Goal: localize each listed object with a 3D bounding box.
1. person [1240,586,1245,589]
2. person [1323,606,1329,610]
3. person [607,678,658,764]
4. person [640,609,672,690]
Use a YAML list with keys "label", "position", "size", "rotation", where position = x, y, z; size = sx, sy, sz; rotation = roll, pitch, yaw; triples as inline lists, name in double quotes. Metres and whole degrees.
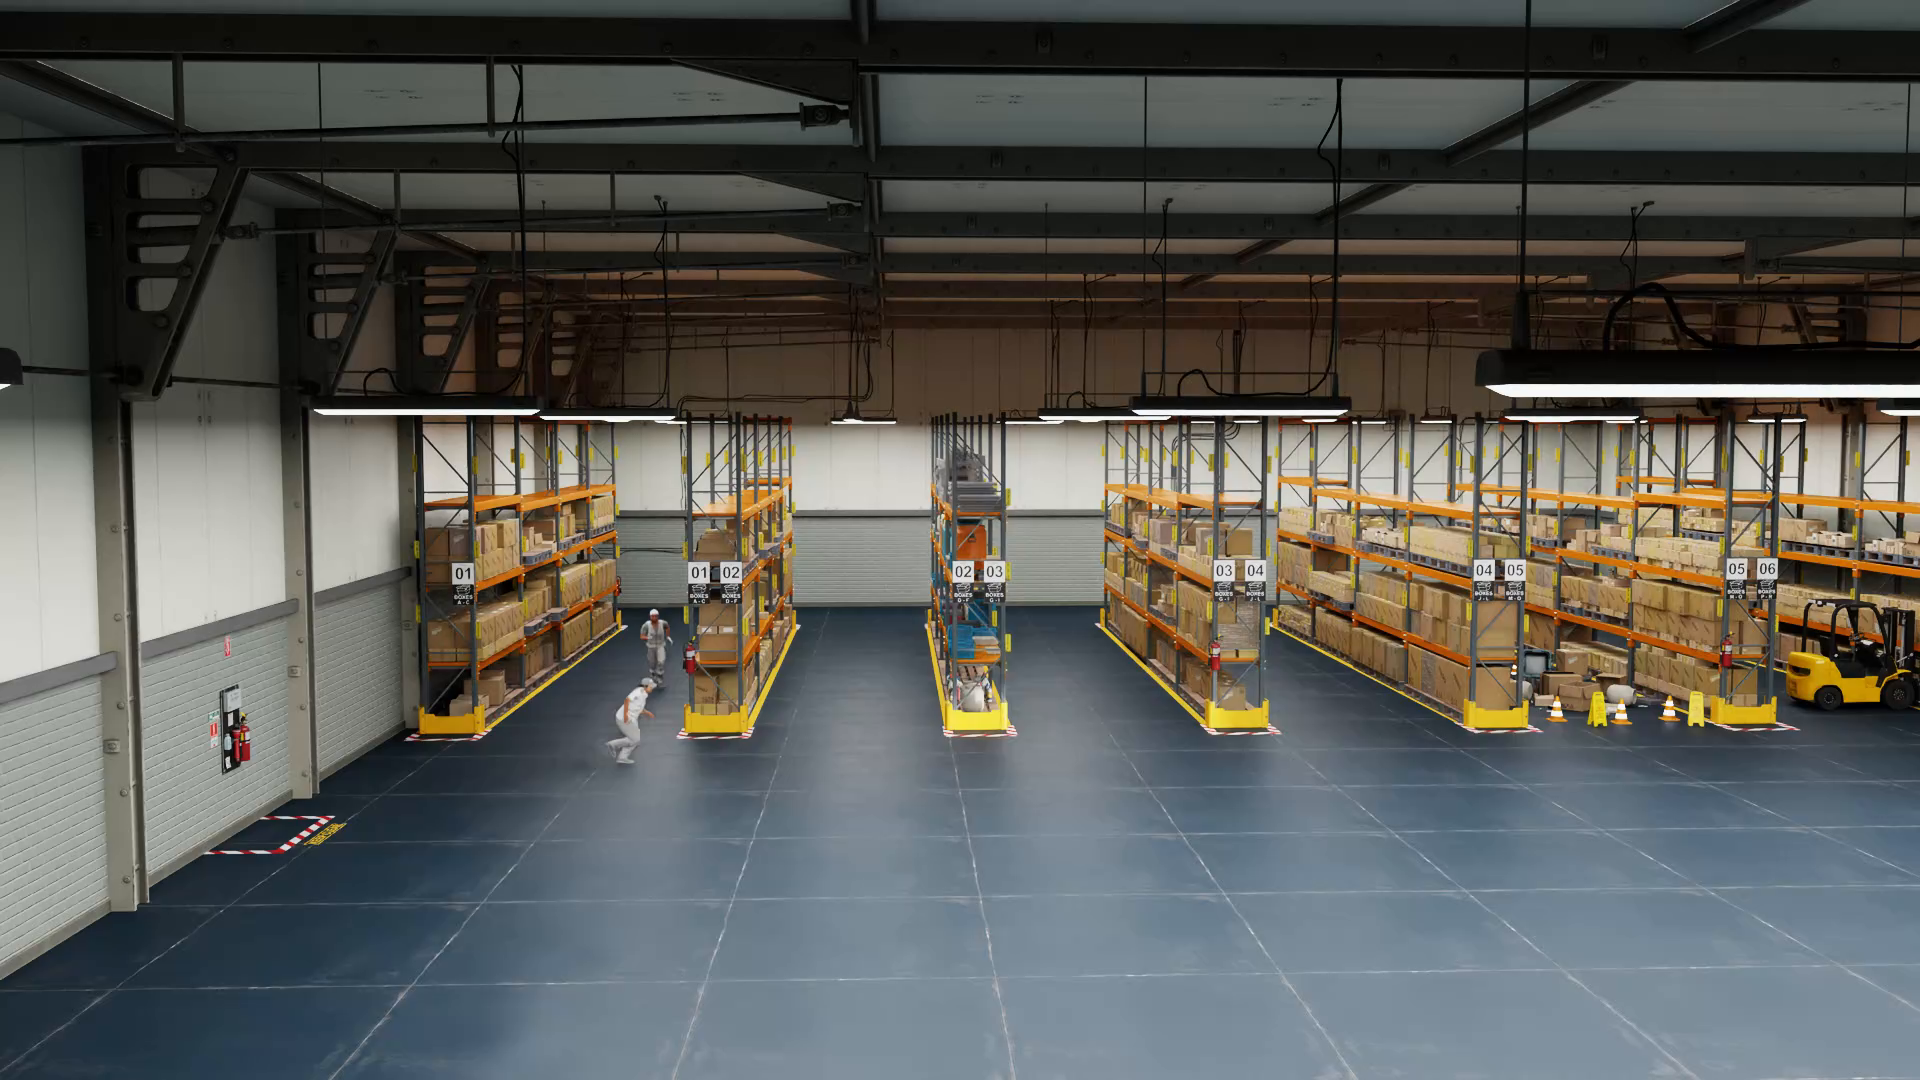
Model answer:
- label: "person"
  position: [7.981, 1.744, 45.491]
  size: [0.674, 1.721, 0.655]
  rotation: [0, 4, -7]
- label: "person"
  position: [10.847, 1.581, 48.462]
  size: [0.696, 1.718, 0.842]
  rotation: [-3, 5, -41]
- label: "person"
  position: [-5.560, 3.075, 28.198]
  size: [0.871, 1.483, 0.630]
  rotation: [0, 4, 1]
- label: "person"
  position: [-6.656, 2.370, 36.478]
  size: [0.686, 1.752, 0.994]
  rotation: [-1, 4, -10]
